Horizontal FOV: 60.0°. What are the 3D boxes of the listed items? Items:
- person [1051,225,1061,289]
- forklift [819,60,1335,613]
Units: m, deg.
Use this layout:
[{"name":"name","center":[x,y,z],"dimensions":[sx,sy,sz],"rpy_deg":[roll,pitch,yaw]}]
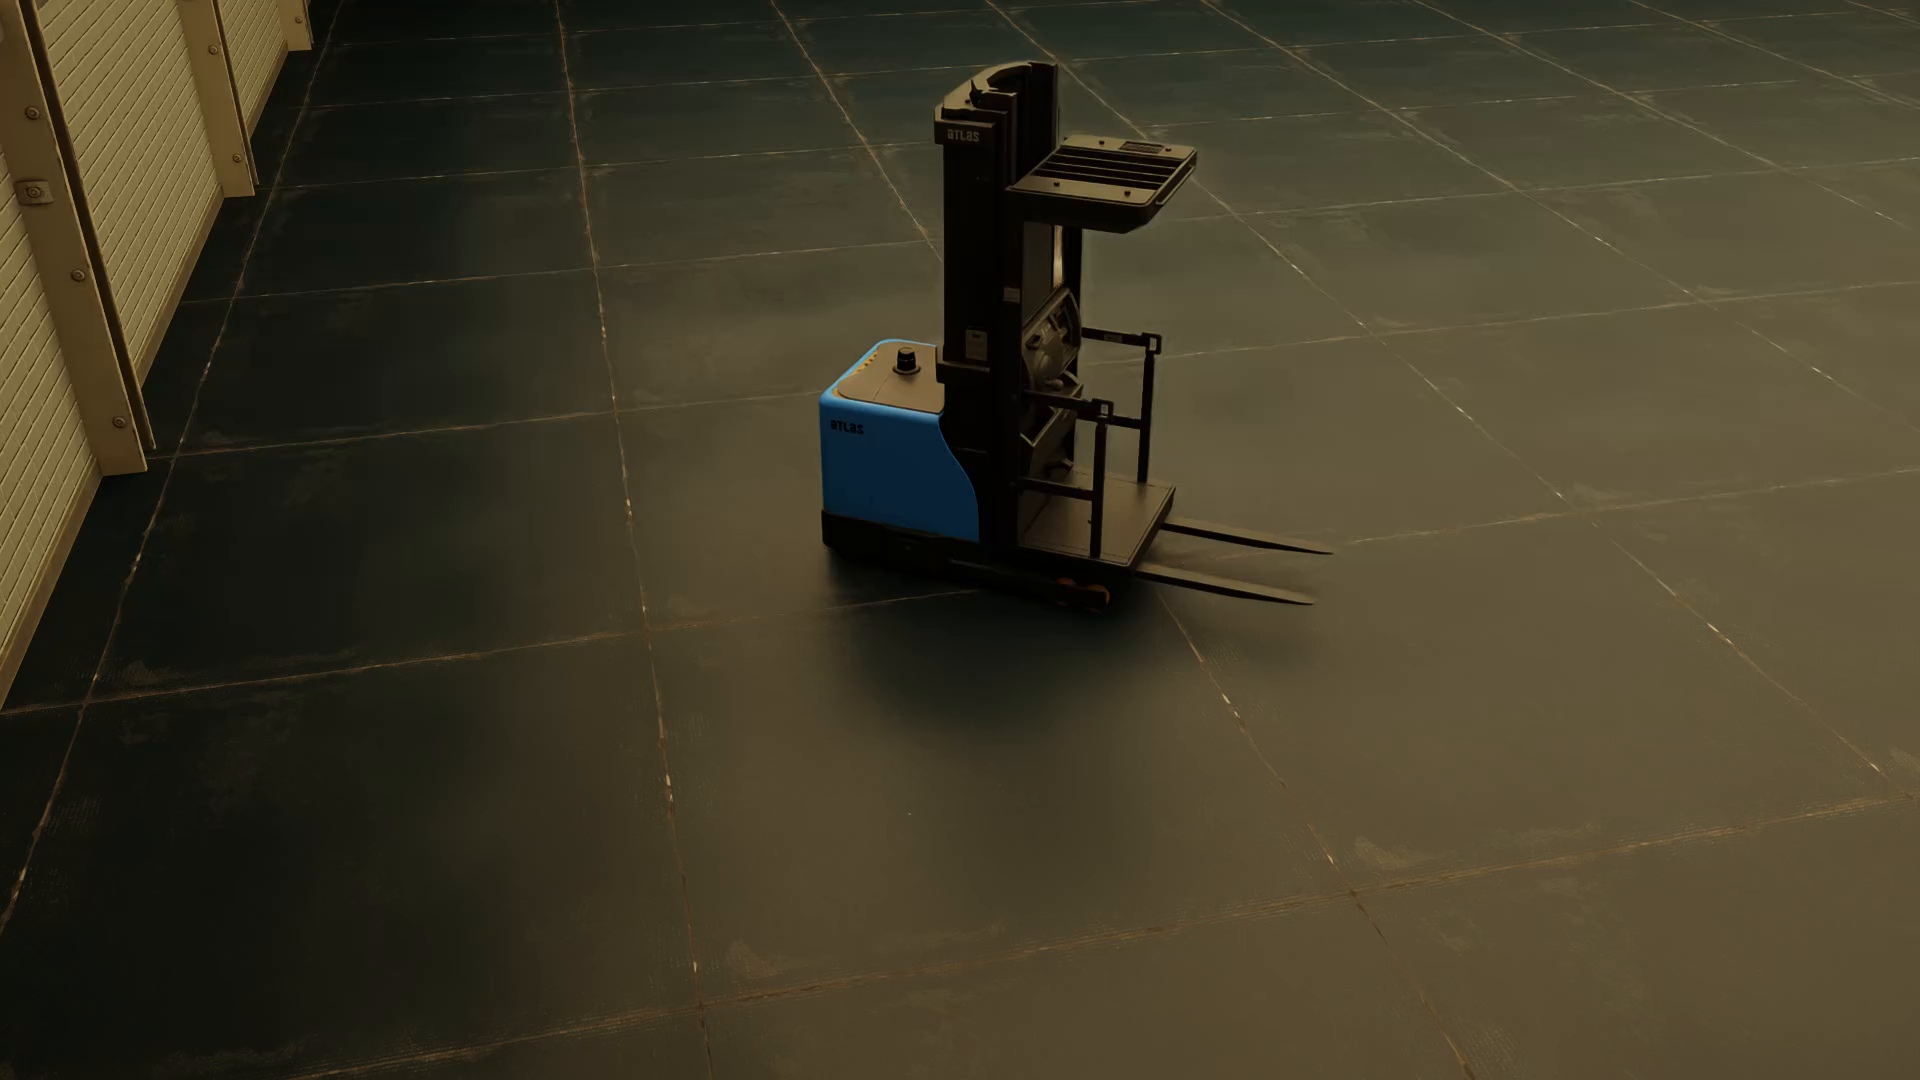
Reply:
[{"name":"person","center":[0.563,-1.946,12.201],"dimensions":[0.558,1.708,0.969],"rpy_deg":[-5,30,-9]},{"name":"forklift","center":[0.715,-1.144,9.550],"dimensions":[3.031,2.935,1.130],"rpy_deg":[11,32,18]}]
